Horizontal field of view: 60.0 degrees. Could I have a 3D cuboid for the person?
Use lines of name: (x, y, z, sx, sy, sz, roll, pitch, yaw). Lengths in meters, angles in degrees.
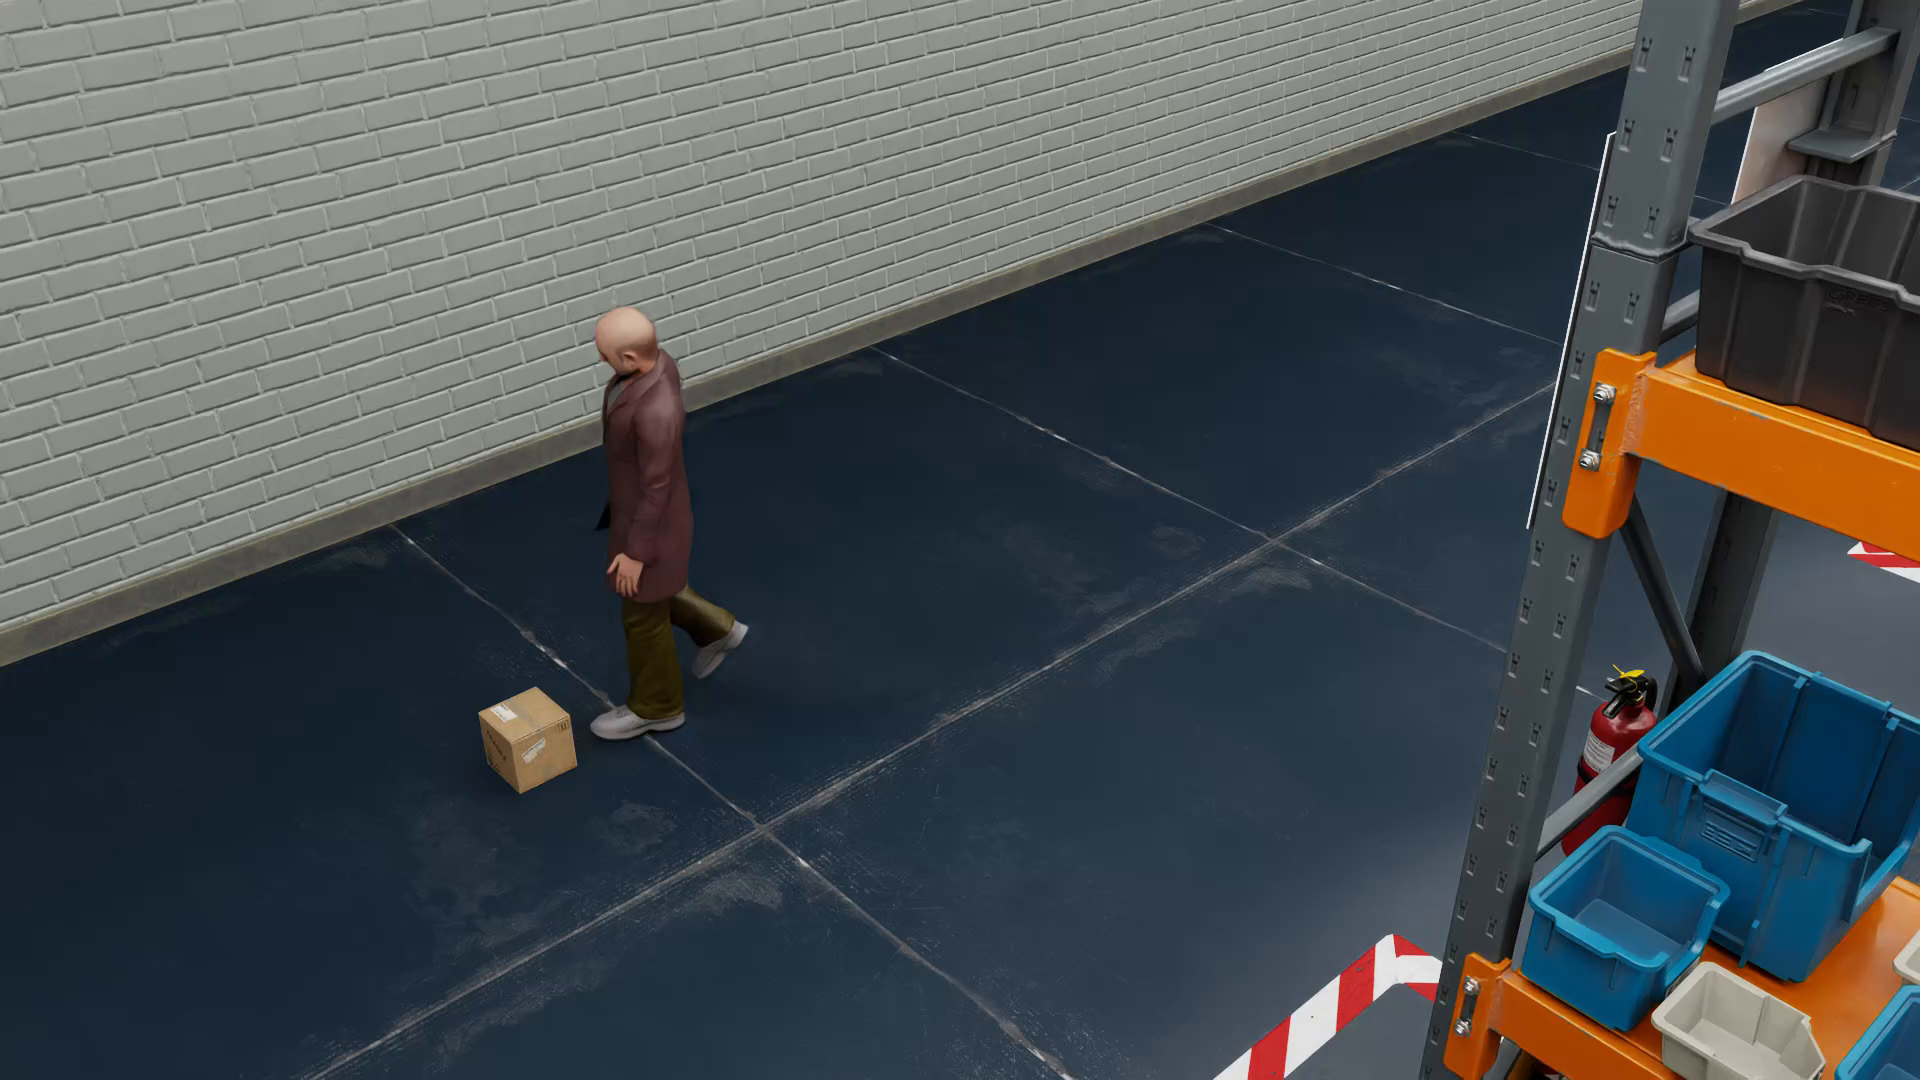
person: (-1.150, -0.071, 6.233, 0.658, 1.771, 0.611, -6, 32, -10)
